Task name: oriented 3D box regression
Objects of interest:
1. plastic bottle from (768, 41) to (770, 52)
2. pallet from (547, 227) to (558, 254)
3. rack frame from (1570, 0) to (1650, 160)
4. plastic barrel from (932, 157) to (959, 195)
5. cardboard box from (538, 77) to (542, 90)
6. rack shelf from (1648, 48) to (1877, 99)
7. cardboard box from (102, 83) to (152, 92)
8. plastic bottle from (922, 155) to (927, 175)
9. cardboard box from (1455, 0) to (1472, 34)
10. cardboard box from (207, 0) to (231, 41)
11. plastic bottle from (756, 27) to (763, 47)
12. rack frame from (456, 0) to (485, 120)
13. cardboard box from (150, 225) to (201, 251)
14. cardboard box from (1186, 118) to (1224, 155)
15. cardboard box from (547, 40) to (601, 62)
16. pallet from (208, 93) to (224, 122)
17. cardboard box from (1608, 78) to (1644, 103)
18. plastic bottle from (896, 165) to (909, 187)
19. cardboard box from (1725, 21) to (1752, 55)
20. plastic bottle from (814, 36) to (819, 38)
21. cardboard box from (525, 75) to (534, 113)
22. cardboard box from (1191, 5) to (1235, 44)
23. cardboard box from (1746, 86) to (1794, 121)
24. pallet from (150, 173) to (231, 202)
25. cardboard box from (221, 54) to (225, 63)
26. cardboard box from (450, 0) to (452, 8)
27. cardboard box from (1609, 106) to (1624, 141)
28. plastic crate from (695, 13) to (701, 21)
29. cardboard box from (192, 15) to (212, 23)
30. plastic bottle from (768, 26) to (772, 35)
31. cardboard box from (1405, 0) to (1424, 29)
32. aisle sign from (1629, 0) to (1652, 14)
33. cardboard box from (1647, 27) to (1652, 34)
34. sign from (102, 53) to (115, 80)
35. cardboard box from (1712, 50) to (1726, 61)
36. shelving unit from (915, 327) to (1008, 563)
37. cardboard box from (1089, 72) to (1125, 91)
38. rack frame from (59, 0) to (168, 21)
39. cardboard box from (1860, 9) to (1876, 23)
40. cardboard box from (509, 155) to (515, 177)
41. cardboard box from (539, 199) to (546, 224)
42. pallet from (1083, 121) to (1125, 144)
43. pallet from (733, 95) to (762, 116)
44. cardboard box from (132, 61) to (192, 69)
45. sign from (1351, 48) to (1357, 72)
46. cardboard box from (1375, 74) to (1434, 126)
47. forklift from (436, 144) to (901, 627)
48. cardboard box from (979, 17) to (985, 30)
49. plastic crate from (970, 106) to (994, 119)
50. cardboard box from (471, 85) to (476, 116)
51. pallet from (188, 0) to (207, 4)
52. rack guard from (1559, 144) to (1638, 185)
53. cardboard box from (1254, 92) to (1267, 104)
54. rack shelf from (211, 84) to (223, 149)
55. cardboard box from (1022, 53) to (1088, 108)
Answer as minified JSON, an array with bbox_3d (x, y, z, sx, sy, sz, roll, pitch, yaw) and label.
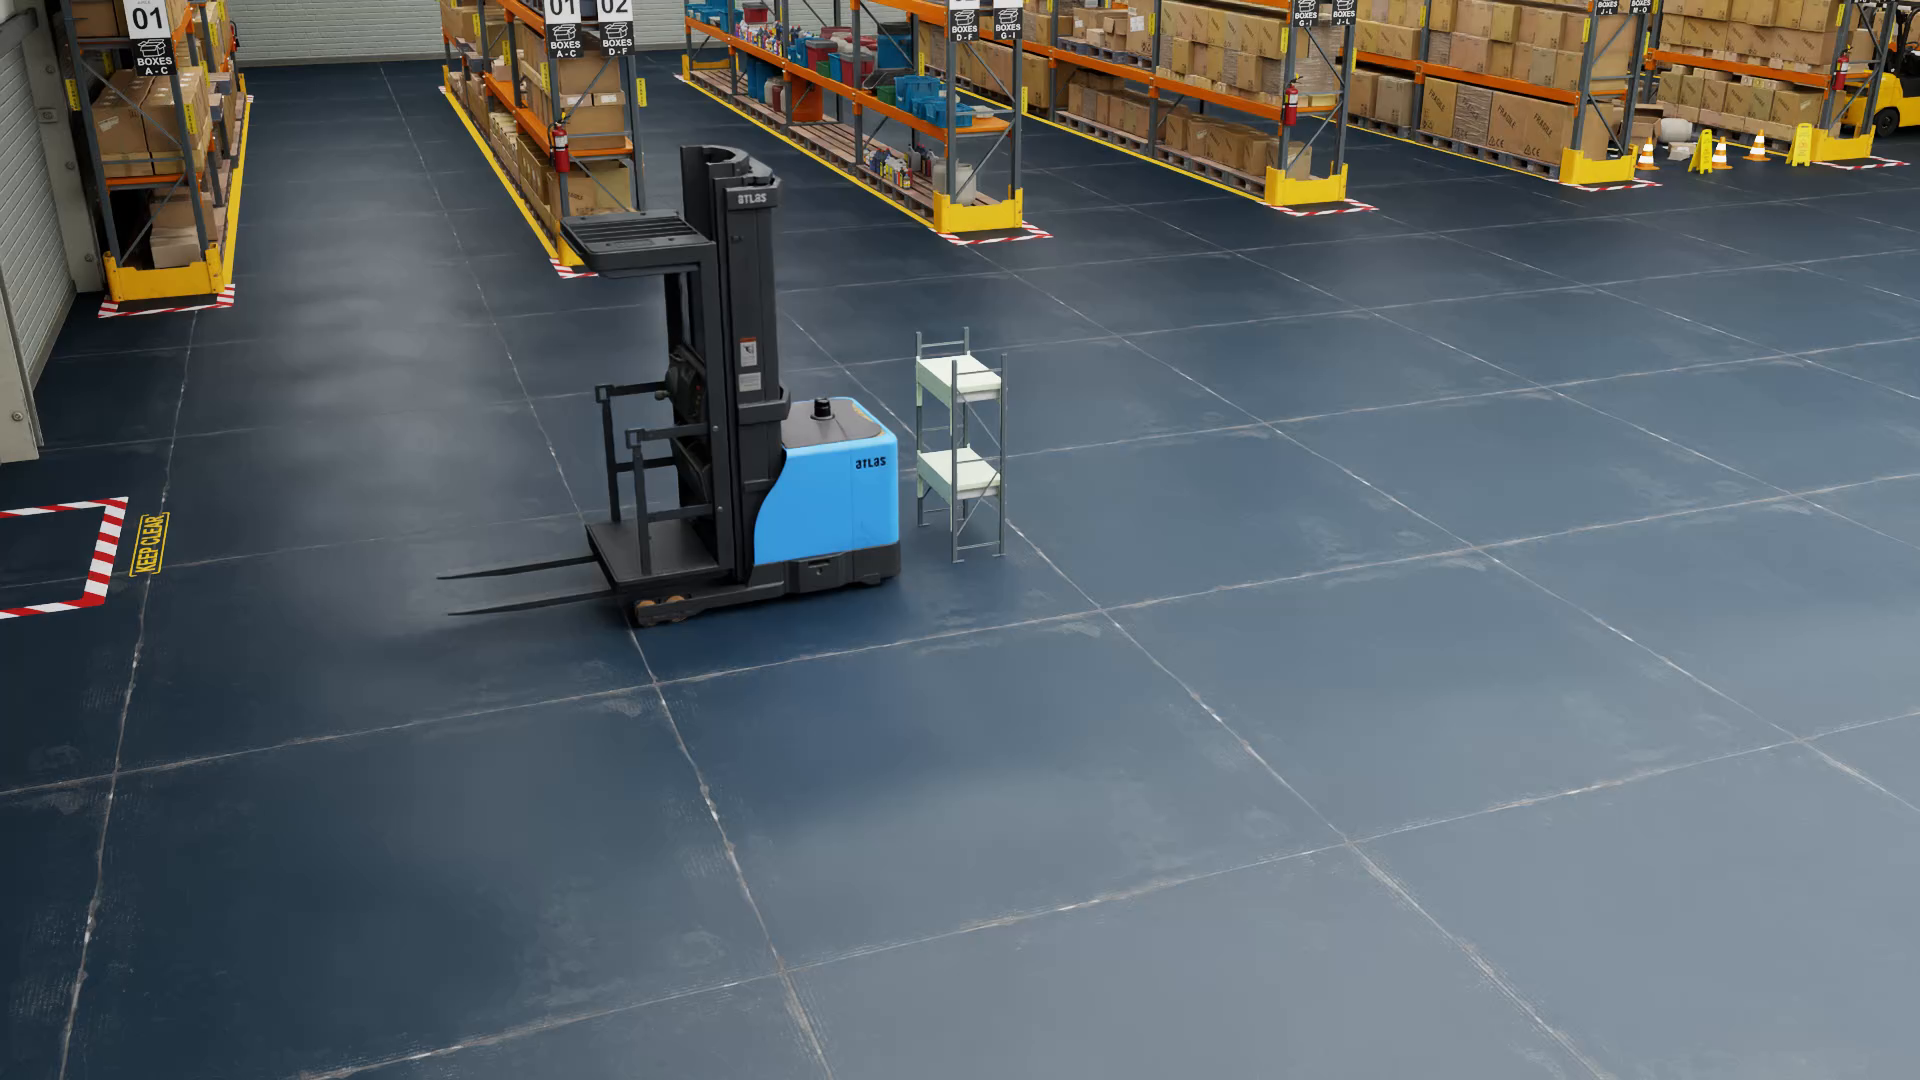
[{"bbox_3d":[-3.335,-8.722,29.336,0.097,0.201,0.097,0,23,0],"label":"plastic bottle"},{"bbox_3d":[-4.635,-3.822,21.045,1.003,0.211,1.213,-8,24,-19],"label":"pallet"},{"bbox_3d":[9.619,-6.836,24.607,1.000,3.000,0.127,-8,24,-19],"label":"rack frame"},{"bbox_3d":[-0.171,-4.971,22.844,0.421,0.512,0.421,0,23,0],"label":"plastic barrel"},{"bbox_3d":[-5.189,-5.855,21.316,0.380,0.149,0.250,-9,24,-20],"label":"cardboard box"},{"bbox_3d":[13.508,-7.947,28.170,1.077,0.370,4.000,-8,24,-19],"label":"rack shelf"},{"bbox_3d":[-9.857,-5.136,19.775,0.500,0.500,0.500,-8,24,-18],"label":"cardboard box"},{"bbox_3d":[-0.511,-5.512,24.397,0.061,0.283,0.133,-8,24,-19],"label":"plastic bottle"},{"bbox_3d":[8.608,-8.534,27.051,0.875,0.550,0.550,-8,24,-19],"label":"cardboard box"},{"bbox_3d":[-14.154,-9.658,30.917,0.980,0.700,0.700,-9,24,-19],"label":"cardboard box"},{"bbox_3d":[-3.592,-9.080,29.994,0.144,0.351,0.185,-8,24,-19],"label":"plastic bottle"},{"bbox_3d":[-8.565,-9.195,30.203,1.000,3.000,0.127,-8,24,-19],"label":"rack frame"},{"bbox_3d":[-9.320,-3.588,19.796,0.500,0.311,0.500,-6,24,-15],"label":"cardboard box"},{"bbox_3d":[3.844,-6.329,26.083,0.500,0.500,0.500,-1,23,-2],"label":"cardboard box"},{"bbox_3d":[-4.688,-5.859,20.491,0.700,0.500,0.500,-9,24,-20],"label":"cardboard box"},{"bbox_3d":[-10.505,-5.816,22.434,1.003,0.211,1.213,-8,24,-19],"label":"pallet"},{"bbox_3d":[12.357,-8.439,31.253,0.950,0.372,0.625,-7,24,-16],"label":"cardboard box"},{"bbox_3d":[-0.812,-5.163,23.578,0.152,0.276,0.135,-8,24,-19],"label":"plastic bottle"},{"bbox_3d":[13.258,-8.446,27.915,0.500,0.500,0.500,-8,24,-18],"label":"cardboard box"},{"bbox_3d":[-2.530,-8.732,29.265,0.152,0.276,0.135,-8,24,-19],"label":"plastic bottle"},{"bbox_3d":[-5.576,-6.174,22.906,0.700,0.500,0.500,-9,24,-20],"label":"cardboard box"},{"bbox_3d":[3.806,-7.728,24.924,0.500,0.500,0.500,-8,24,-19],"label":"cardboard box"},{"bbox_3d":[13.500,-7.268,27.667,0.500,0.500,0.500,-7,24,-17],"label":"cardboard box"},{"bbox_3d":[-11.083,-5.049,23.956,1.003,0.211,1.213,-8,24,-19],"label":"pallet"},{"bbox_3d":[-12.504,-8.046,27.776,0.380,0.149,0.250,-8,24,-19],"label":"cardboard box"},{"bbox_3d":[-9.169,-10.035,30.782,0.500,0.500,0.500,-9,24,-20],"label":"cardboard box"},{"bbox_3d":[10.887,-7.094,28.258,0.797,0.637,0.503,-8,24,-19],"label":"cardboard box"},{"bbox_3d":[-5.288,-10.723,34.092,0.250,0.136,0.298,-8,24,-19],"label":"plastic crate"},{"bbox_3d":[-11.894,-7.994,25.851,0.500,0.250,0.500,-9,24,-20],"label":"cardboard box"},{"bbox_3d":[-3.598,-9.659,31.560,0.097,0.201,0.097,0,23,0],"label":"plastic bottle"},{"bbox_3d":[8.025,-8.976,28.268,0.700,0.500,0.500,-9,24,-20],"label":"cardboard box"},{"bbox_3d":[9.925,-8.049,24.139,0.394,0.787,0.004,-8,24,-19],"label":"aisle sign"},{"bbox_3d":[12.361,-9.232,30.075,0.380,0.149,0.250,-8,24,-18],"label":"cardboard box"},{"bbox_3d":[-10.889,-6.063,21.282,0.100,0.325,0.005,-8,24,-19],"label":"sign"},{"bbox_3d":[13.056,-8.265,28.321,0.380,0.149,0.250,-8,24,-19],"label":"cardboard box"},{"bbox_3d":[0.002,-0.689,11.953,0.431,1.500,0.755,-8,24,-19],"label":"shelving unit"},{"bbox_3d":[2.579,-8.065,29.209,0.500,0.250,0.500,-6,23,-13],"label":"cardboard box"},{"bbox_3d":[-8.958,-6.918,17.077,1.000,3.000,0.127,-8,24,-19],"label":"rack frame"},{"bbox_3d":[17.031,-9.992,31.645,0.500,0.250,0.500,-9,24,-20],"label":"cardboard box"},{"bbox_3d":[-6.333,-5.509,24.459,0.500,0.250,0.500,-9,24,-20],"label":"cardboard box"},{"bbox_3d":[-5.157,-4.277,21.534,0.500,0.250,0.500,-8,24,-19],"label":"cardboard box"},{"bbox_3d":[2.819,-7.087,28.794,1.003,0.211,1.213,-8,24,-19],"label":"pallet"},{"bbox_3d":[-3.696,-8.302,31.675,1.003,0.211,1.213,-8,24,-19],"label":"pallet"},{"bbox_3d":[-10.519,-6.045,22.036,0.700,0.500,0.500,-8,24,-19],"label":"cardboard box"},{"bbox_3d":[5.451,-6.666,23.088,0.100,0.325,0.005,-8,24,-19],"label":"sign"},{"bbox_3d":[7.903,-7.660,28.917,1.050,0.750,0.750,-8,24,-19],"label":"cardboard box"},{"bbox_3d":[-1.976,-1.016,10.886,3.031,2.935,1.130,-9,24,-20],"label":"forklift"},{"bbox_3d":[0.633,-10.397,32.927,0.500,0.500,0.500,-8,24,-19],"label":"cardboard box"},{"bbox_3d":[0.295,-5.760,22.395,0.298,0.136,0.250,-8,24,-19],"label":"plastic crate"},{"bbox_3d":[-8.423,-7.844,29.650,0.500,0.500,0.500,-8,24,-18],"label":"cardboard box"},{"bbox_3d":[-10.490,-7.141,21.711,1.213,0.211,1.003,-8,24,-19],"label":"pallet"},{"bbox_3d":[9.628,-5.675,25.072,1.175,0.500,0.348,-8,24,-19],"label":"rack guard"},{"bbox_3d":[4.425,-6.326,23.721,0.380,0.149,0.250,-8,24,-19],"label":"cardboard box"},{"bbox_3d":[-11.078,-6.002,23.554,1.077,0.370,4.000,-8,24,-19],"label":"rack shelf"},{"bbox_3d":[1.893,-8.567,30.909,1.225,0.875,0.875,-10,25,-21],"label":"cardboard box"}]
